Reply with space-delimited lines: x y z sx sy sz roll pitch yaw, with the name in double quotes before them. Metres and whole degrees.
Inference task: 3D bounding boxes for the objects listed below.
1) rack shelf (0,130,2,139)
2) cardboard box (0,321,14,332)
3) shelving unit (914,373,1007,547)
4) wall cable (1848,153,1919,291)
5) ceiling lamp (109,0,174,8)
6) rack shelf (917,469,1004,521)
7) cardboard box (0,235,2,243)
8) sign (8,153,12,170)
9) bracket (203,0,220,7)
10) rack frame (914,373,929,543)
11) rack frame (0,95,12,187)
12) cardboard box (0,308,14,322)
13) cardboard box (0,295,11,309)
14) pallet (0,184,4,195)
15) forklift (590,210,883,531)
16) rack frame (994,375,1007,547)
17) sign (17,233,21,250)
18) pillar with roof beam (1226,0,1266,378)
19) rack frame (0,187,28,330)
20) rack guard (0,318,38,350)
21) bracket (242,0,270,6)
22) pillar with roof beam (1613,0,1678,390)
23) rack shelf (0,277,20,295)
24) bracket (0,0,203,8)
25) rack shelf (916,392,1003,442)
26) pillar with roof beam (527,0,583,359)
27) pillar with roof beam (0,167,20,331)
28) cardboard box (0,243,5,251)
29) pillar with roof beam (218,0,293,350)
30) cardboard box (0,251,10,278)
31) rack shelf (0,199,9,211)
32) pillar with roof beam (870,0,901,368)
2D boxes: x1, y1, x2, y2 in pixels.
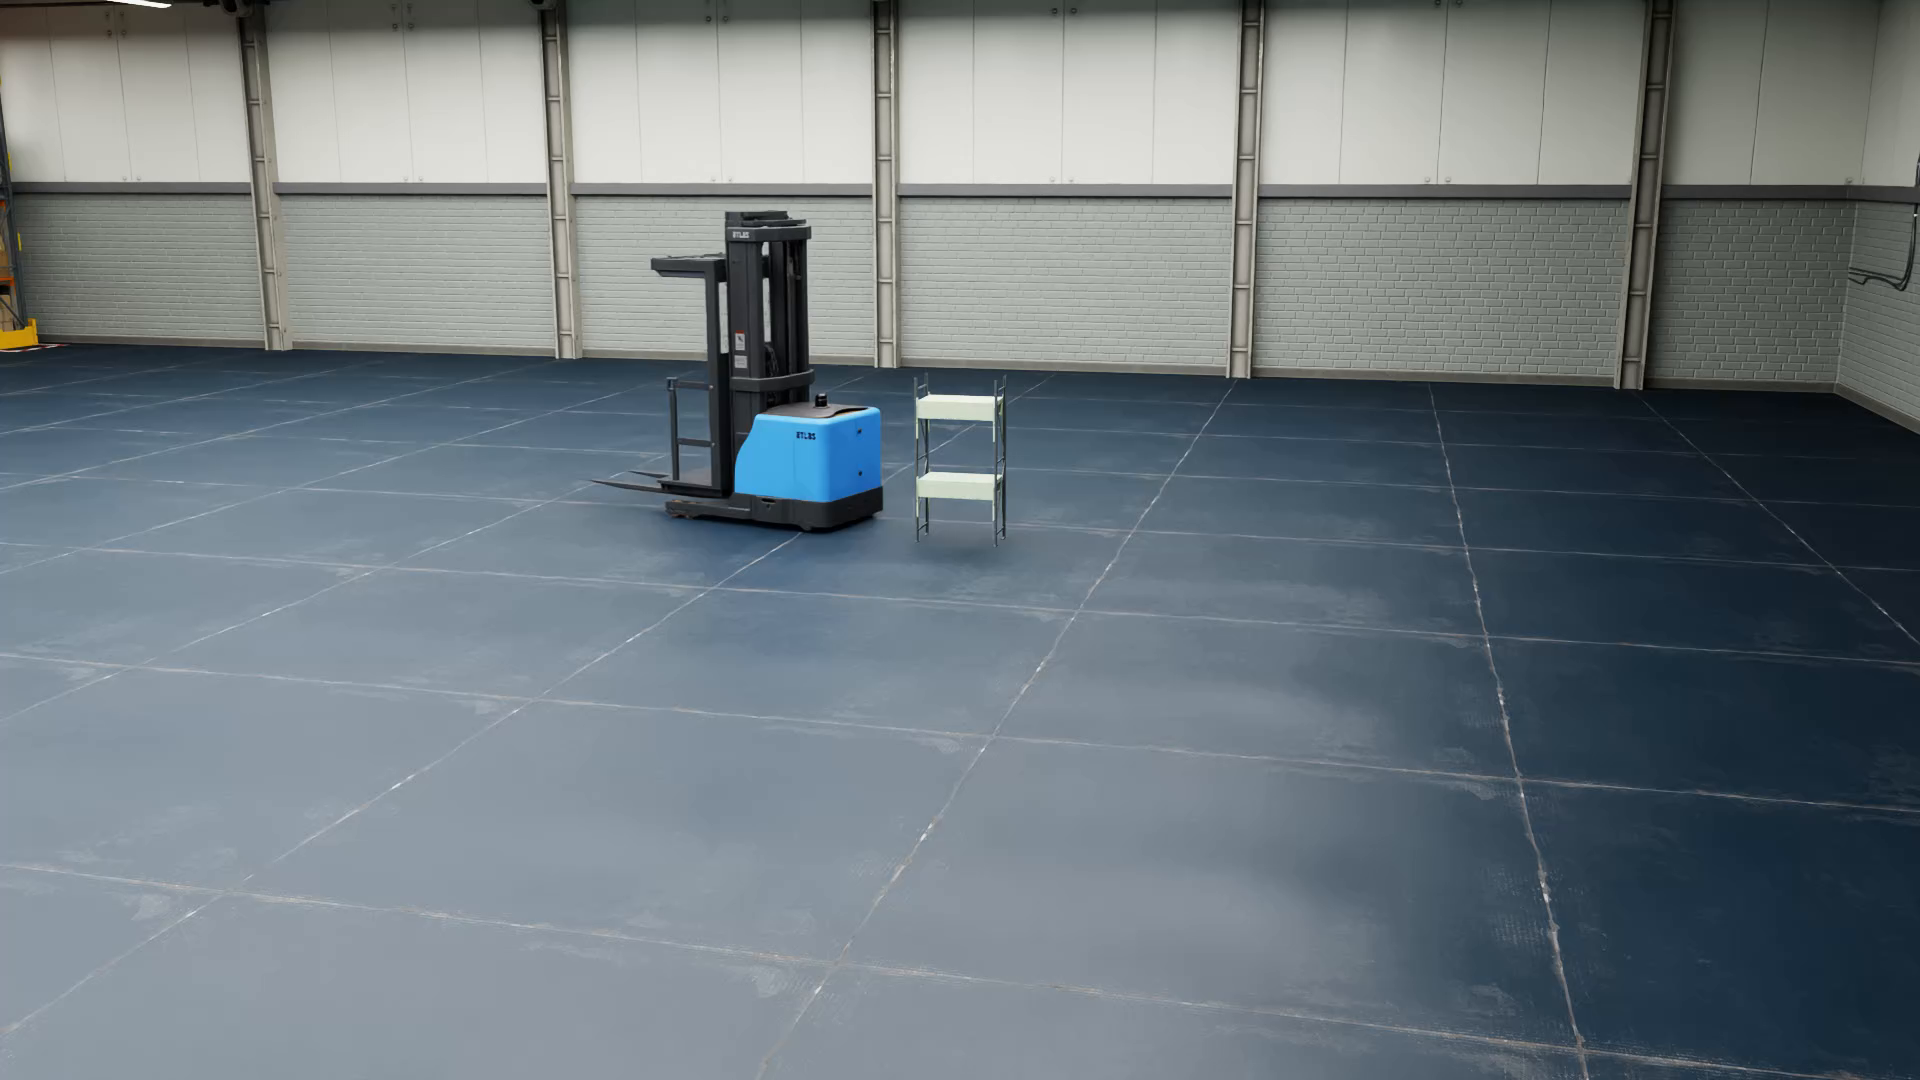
"rack shelf" -20.202 -7.648 31.515 4.000 0.370 1.077 3 13 14
"cardboard box" -18.691 -4.091 32.128 0.500 0.250 0.500 3 13 14
"shelving unit" 0.006 -0.732 15.070 0.755 1.500 0.431 3 13 14
"wall cable" 12.949 -4.813 23.320 0.112 2.526 3.097 3 13 14
"ceiling lamp" -12.600 -9.780 25.060 0.800 3.185 2.000 3 13 14
"rack shelf" 0.006 -0.414 15.140 0.720 0.370 0.431 3 13 14
"cardboard box" -18.536 -5.735 31.743 0.250 0.149 0.380 3 13 12
"sign" -18.122 -7.208 31.672 0.005 0.325 0.100 3 13 14
"bracket" -13.383 -9.709 29.910 0.430 0.232 0.235 3 13 14
"rack frame" -0.349 -0.751 15.155 0.023 1.500 0.400 3 13 14
"rack frame" -18.261 -8.091 30.926 0.127 3.000 1.000 3 13 14
"cardboard box" -18.667 -4.337 32.081 0.500 0.250 0.500 3 13 15
"cardboard box" -18.682 -4.578 32.011 0.500 0.250 0.500 3 13 13
"pallet" -18.941 -6.626 31.450 1.213 0.211 1.003 3 13 14
"forklift" -2.291 -1.725 16.243 3.031 2.935 1.130 7 14 28
"rack frame" 0.362 -0.713 14.984 0.023 1.500 0.400 3 13 14
"sign" -18.122 -5.740 31.998 0.005 0.325 0.100 3 13 14
"pillar with roof beam" 3.549 -6.166 22.249 0.400 9.000 9.100 3 13 14
"rack frame" -18.261 -5.162 31.576 0.127 3.000 1.000 3 13 14
"rack guard" -18.237 -3.941 31.841 0.348 0.500 1.175 3 13 14
"bracket" -12.578 -9.666 29.716 0.430 0.232 0.235 3 13 14
"pillar with roof beam" 9.374 -5.854 20.845 0.400 9.000 9.100 3 13 14
"rack shelf" -20.202 -4.915 32.121 4.000 0.370 1.077 3 13 14
"bracket" -15.885 -9.843 30.513 4.783 0.066 0.076 3 13 14
"rack shelf" 0.006 -1.113 14.985 0.720 0.370 0.431 3 13 14
"pillar with roof beam" -8.102 -6.789 25.056 0.548 9.000 9.100 3 13 14
"pillar with roof beam" -19.752 -7.411 27.863 0.400 9.000 9.100 3 13 14
"cardboard box" -18.528 -5.600 31.820 0.250 0.149 0.380 3 13 12
"pillar with roof beam" -13.927 -7.100 26.459 0.548 9.000 9.100 3 13 14
"cardboard box" -18.675 -5.295 31.944 0.500 0.500 0.500 3 13 15
"rack shelf" -20.202 -6.379 31.796 4.000 0.370 1.077 3 13 14
"pillar with roof beam" -2.276 -6.477 23.652 0.548 9.000 9.100 3 13 14
